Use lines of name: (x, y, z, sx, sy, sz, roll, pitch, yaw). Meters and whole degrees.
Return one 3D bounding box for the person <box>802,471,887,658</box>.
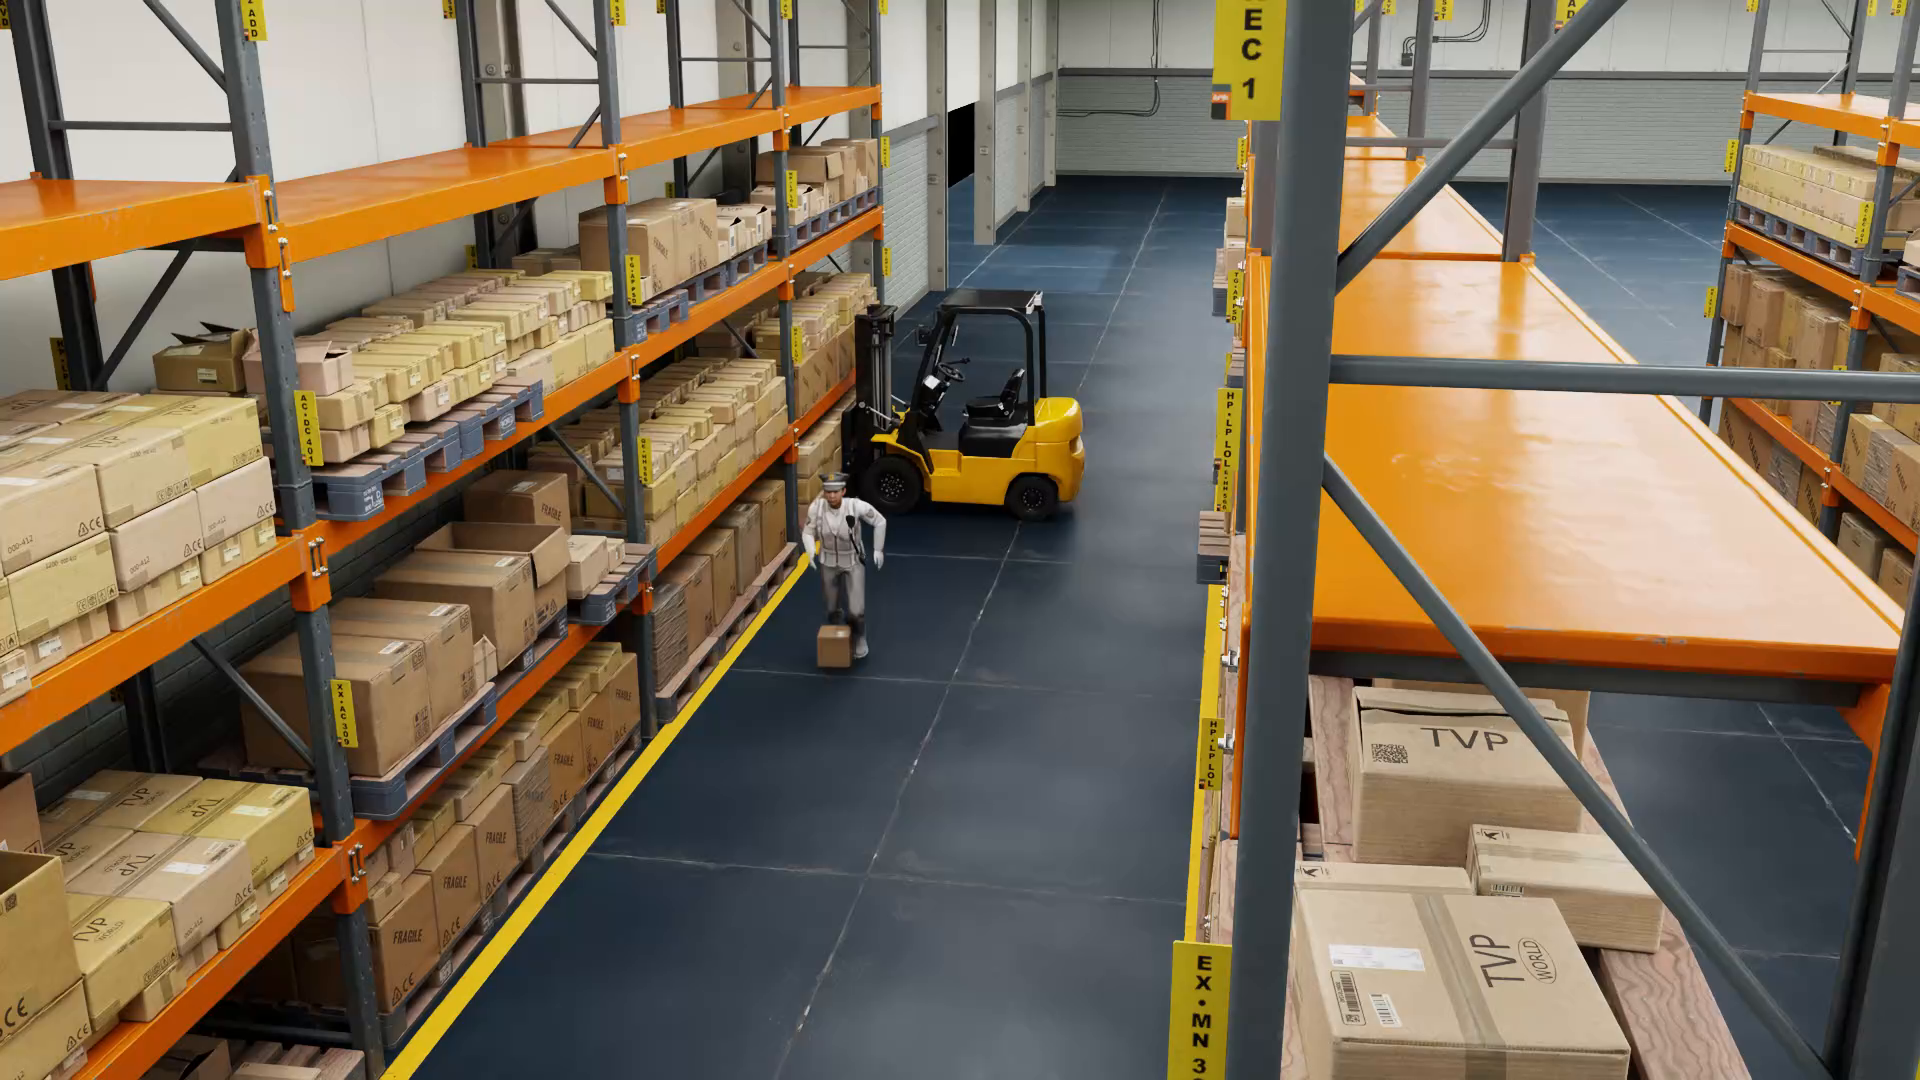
person: (-0.912, 0.199, 12.963, 0.628, 1.611, 0.754, 4, 19, 13)
